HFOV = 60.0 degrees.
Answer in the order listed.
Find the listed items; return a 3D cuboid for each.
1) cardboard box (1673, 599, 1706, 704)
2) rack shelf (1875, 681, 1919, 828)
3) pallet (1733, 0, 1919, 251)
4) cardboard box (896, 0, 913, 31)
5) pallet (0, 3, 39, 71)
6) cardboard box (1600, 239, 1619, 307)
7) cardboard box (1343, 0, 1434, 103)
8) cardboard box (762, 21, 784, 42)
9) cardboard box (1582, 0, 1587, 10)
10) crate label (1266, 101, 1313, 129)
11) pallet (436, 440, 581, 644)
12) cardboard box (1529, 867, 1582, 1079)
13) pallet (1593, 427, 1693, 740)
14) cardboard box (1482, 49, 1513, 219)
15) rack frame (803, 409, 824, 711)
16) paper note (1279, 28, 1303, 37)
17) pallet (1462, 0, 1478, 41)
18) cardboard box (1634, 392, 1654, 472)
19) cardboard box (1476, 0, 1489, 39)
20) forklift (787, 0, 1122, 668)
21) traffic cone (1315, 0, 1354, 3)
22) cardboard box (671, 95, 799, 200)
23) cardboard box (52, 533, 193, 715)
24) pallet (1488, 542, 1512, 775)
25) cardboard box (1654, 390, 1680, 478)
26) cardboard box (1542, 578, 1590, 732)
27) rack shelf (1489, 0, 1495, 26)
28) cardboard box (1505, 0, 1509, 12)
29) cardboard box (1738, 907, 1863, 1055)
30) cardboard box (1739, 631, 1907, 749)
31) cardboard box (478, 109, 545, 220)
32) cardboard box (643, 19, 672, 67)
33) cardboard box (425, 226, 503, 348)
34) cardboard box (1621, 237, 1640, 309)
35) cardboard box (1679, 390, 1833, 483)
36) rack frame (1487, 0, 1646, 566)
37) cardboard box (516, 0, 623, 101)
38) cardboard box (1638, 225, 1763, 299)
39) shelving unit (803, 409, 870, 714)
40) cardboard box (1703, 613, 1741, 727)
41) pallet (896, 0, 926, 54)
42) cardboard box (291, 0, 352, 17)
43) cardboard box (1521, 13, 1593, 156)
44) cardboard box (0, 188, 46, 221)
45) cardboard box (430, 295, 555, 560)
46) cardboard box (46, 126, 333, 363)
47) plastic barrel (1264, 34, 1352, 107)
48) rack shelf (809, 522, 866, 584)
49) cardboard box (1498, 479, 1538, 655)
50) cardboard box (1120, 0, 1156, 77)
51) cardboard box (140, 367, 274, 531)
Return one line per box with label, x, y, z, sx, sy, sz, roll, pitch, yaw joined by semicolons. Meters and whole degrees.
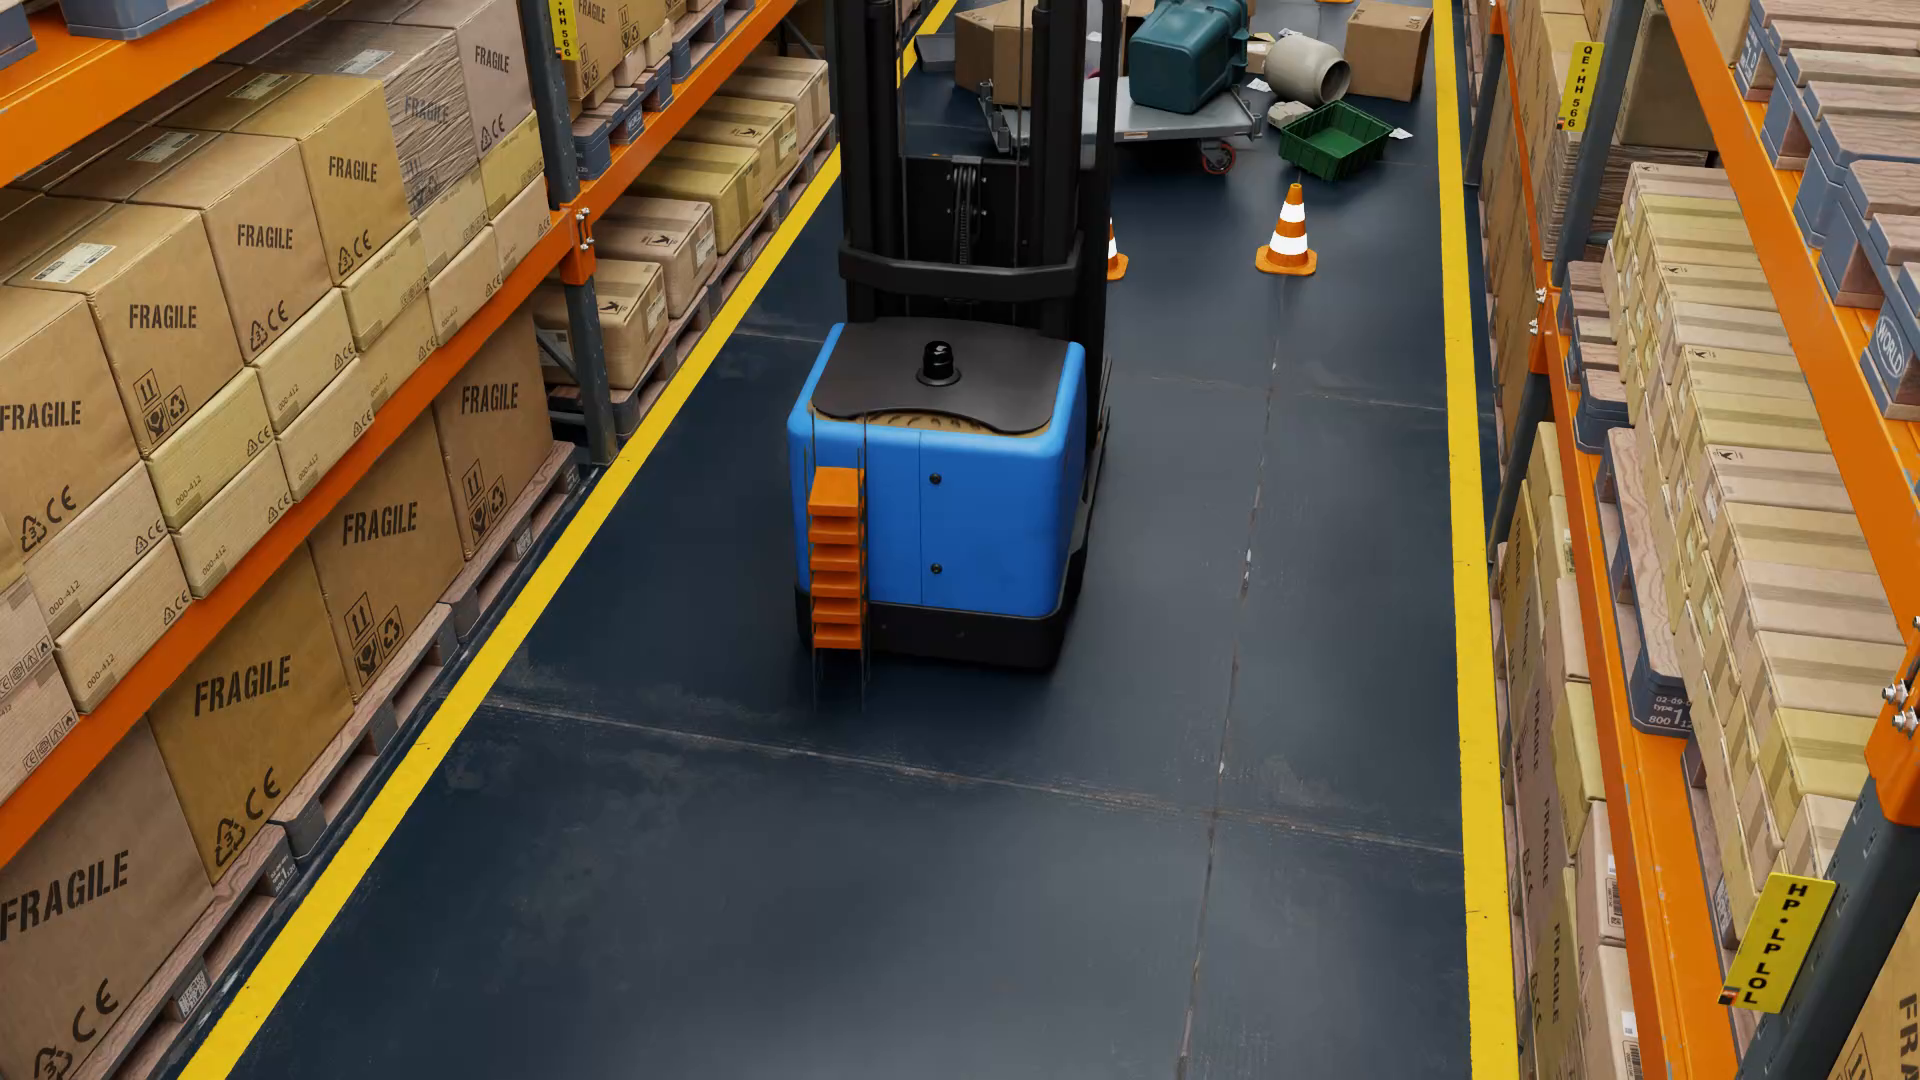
cardboard box;2.011;0.296;4.142;0.380;0.149;0.250;6;36;8
rack shelf;1.475;1.436;0.770;1.077;0.370;4.000;7;37;10
pallet;2.357;-0.862;3.487;1.213;0.211;1.003;7;37;10
cardboard box;-0.643;-3.910;12.073;0.500;0.250;0.500;7;36;9
pallet;-2.808;-1.019;3.707;0.805;0.209;1.217;6;36;8
cardboard box;2.464;-0.918;5.817;0.380;0.149;0.250;7;36;9
cardboard box;2.940;-3.382;11.488;0.500;0.500;0.500;14;38;18
cardboard box;-1.382;-3.670;11.104;0.500;0.500;0.500;7;36;9
cardboard box;3.185;-2.660;7.427;0.700;0.500;0.500;7;37;10
crate label;2.188;-2.799;10.995;0.298;0.136;0.250;-17;39;-22
pallet;-2.343;-0.072;7.169;1.003;0.211;1.213;7;37;10
cardboard box;1.924;1.304;4.666;0.500;0.500;0.500;6;36;9
pallet;2.374;0.137;4.669;1.003;0.211;1.213;7;37;10
cardboard box;3.566;-2.266;9.380;1.050;0.750;0.750;7;37;10
rack frame;-0.533;0.097;6.088;0.006;1.200;0.240;3;36;2
paper note;2.481;-3.802;12.471;0.144;0.017;0.142;20;41;26
pallet;4.371;-4.070;12.686;1.003;0.211;1.213;7;37;10
cardboard box;2.238;-0.302;4.966;0.380;0.149;0.250;8;37;11
cardboard box;4.199;-4.075;11.769;0.875;0.875;0.875;7;36;9
forklift;0.105;-1.551;6.893;1.130;2.935;3.031;6;36;8
traffic cone;2.965;-4.514;13.083;0.336;0.463;0.334;7;37;10
cardboard box;-1.506;-2.329;9.789;0.950;0.372;0.625;10;37;13
cardboard box;-2.494;0.195;4.553;0.500;0.250;0.500;6;36;9
pallet;2.588;0.496;6.386;1.003;0.211;1.213;7;37;10
cardboard box;2.183;-0.279;4.682;0.380;0.149;0.250;7;37;10
cardboard box;2.146;0.395;5.282;0.500;0.250;0.500;8;37;10
rack shelf;4.038;-4.229;11.142;1.077;0.370;4.000;7;37;10
cardboard box;3.236;-3.147;8.951;0.500;0.500;0.500;8;37;10
cardboard box;1.793;0.892;3.320;0.380;0.149;0.250;7;36;9
cardboard box;1.911;0.347;3.565;0.380;0.149;0.250;6;36;8
cardboard box;-1.956;-1.476;6.432;0.500;0.250;0.500;7;37;10
cardboard box;-1.574;-2.339;7.777;0.380;0.149;0.250;8;37;10
cardboard box;-2.049;-0.965;6.154;0.500;0.250;0.500;8;37;11
cardboard box;2.401;-0.862;5.486;0.380;0.149;0.250;9;37;12
cardboard box;2.132;-0.253;4.393;0.380;0.149;0.250;7;36;9
rack frame;2.756;-1.081;6.185;1.000;3.000;0.127;7;37;10
cardboard box;-1.779;-2.203;7.037;0.500;0.500;0.500;6;36;9
cardboard box;2.357;-0.855;5.223;0.380;0.149;0.250;7;37;10
shelving unit;-0.442;0.101;6.085;0.189;1.200;0.258;3;36;2
cardboard box;1.959;0.320;3.855;0.380;0.149;0.250;6;36;8
pallet;-0.879;-3.899;12.449;1.003;0.211;1.213;7;37;10
cardboard box;-2.445;-1.837;6.291;0.500;0.500;0.500;6;36;8
cardboard box;2.805;-1.986;7.348;0.500;0.500;0.500;7;36;9
cardboard box;-2.874;-0.669;4.680;0.500;0.500;0.500;8;37;11
cardboard box;-2.330;-0.568;6.930;0.875;0.875;0.875;7;37;10
cardboard box;-2.285;-0.891;4.986;0.500;0.500;0.500;7;36;9
plastic barrel;2.355;-3.174;11.268;0.421;0.421;0.512;-24;42;-30
rack shelf;-0.440;0.040;6.041;0.180;0.103;0.258;3;36;2
cardboard box;2.356;0.135;6.280;0.500;0.500;0.500;6;36;8
cardboard box;1.514;-3.412;11.414;0.797;0.637;0.503;7;37;10
cardboard box;-2.368;-0.297;4.806;0.500;0.250;0.500;8;37;11
